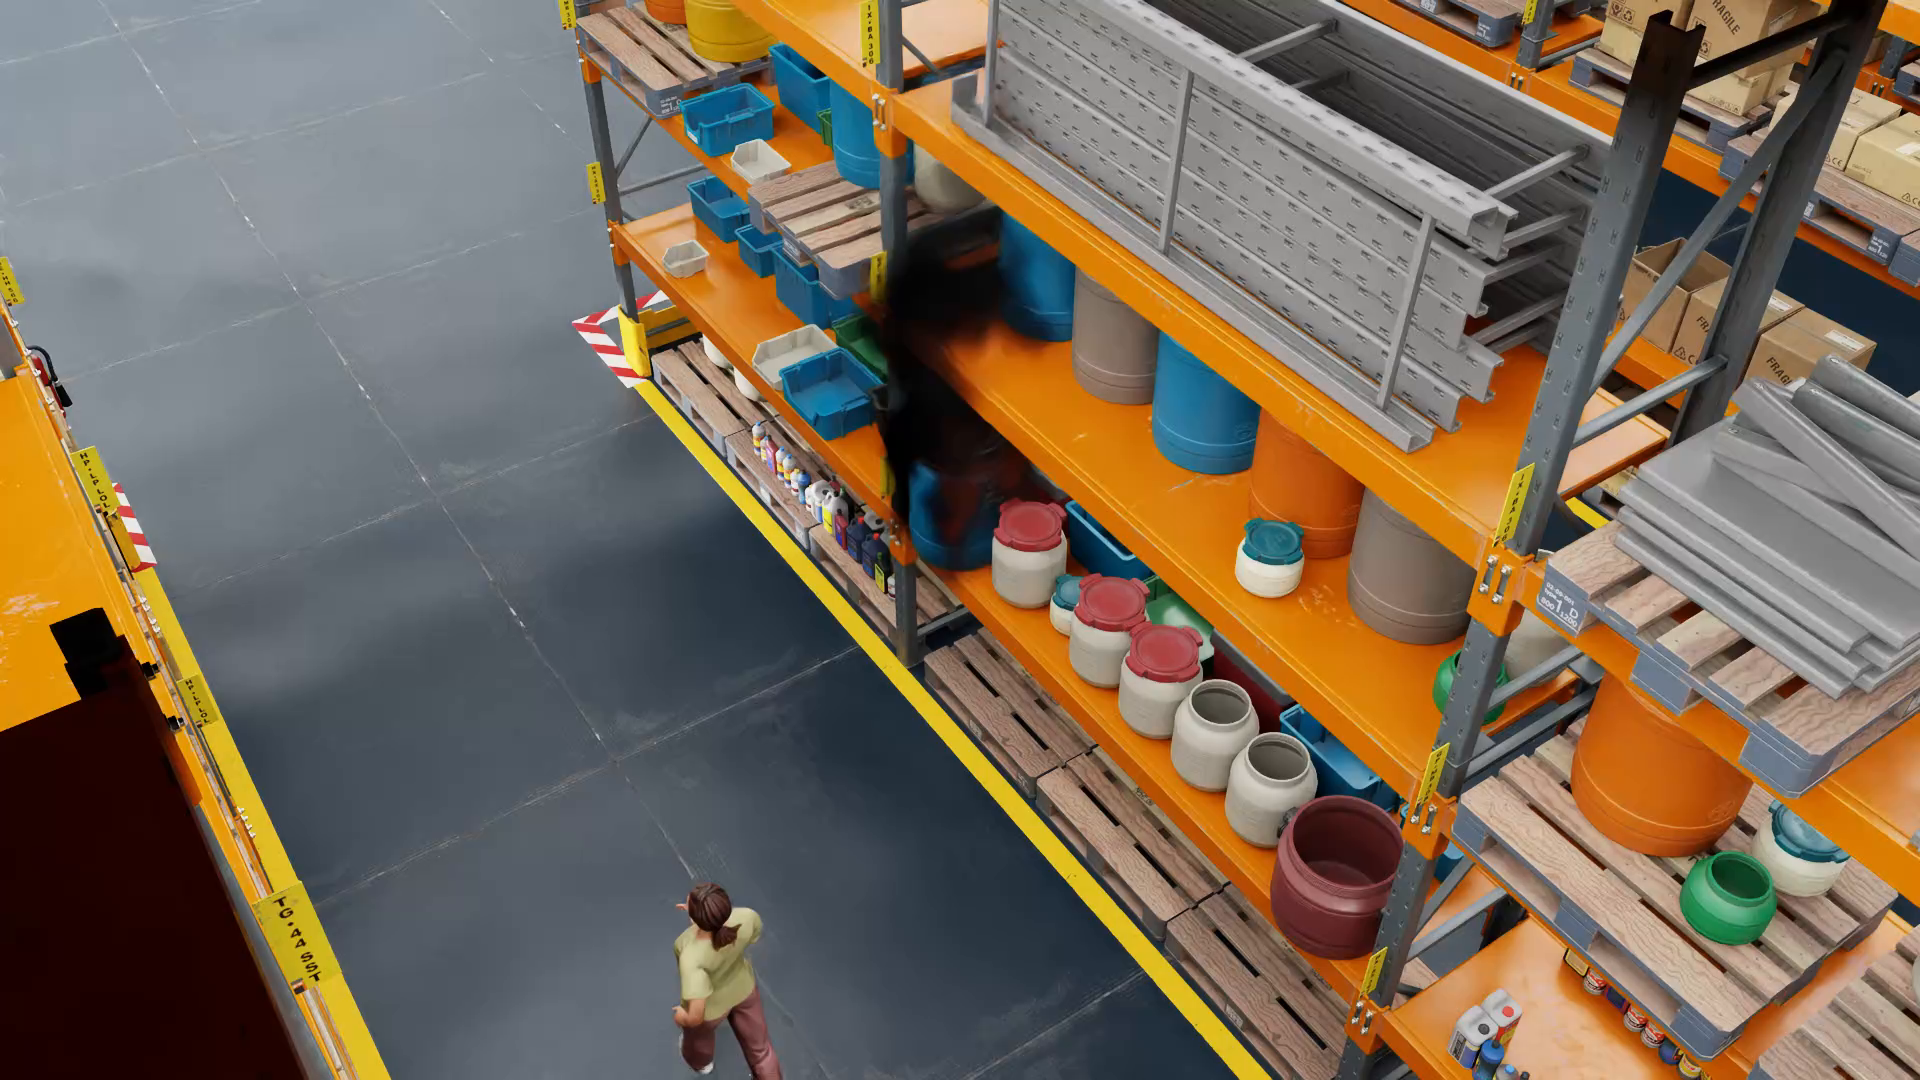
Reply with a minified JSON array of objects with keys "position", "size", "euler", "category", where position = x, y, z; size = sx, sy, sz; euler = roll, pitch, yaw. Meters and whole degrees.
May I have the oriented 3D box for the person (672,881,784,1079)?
[{"position":[-1.117,2.129,7.754],"size":[0.561,1.702,0.847],"euler":[-29,50,-27],"category":"person"}]
